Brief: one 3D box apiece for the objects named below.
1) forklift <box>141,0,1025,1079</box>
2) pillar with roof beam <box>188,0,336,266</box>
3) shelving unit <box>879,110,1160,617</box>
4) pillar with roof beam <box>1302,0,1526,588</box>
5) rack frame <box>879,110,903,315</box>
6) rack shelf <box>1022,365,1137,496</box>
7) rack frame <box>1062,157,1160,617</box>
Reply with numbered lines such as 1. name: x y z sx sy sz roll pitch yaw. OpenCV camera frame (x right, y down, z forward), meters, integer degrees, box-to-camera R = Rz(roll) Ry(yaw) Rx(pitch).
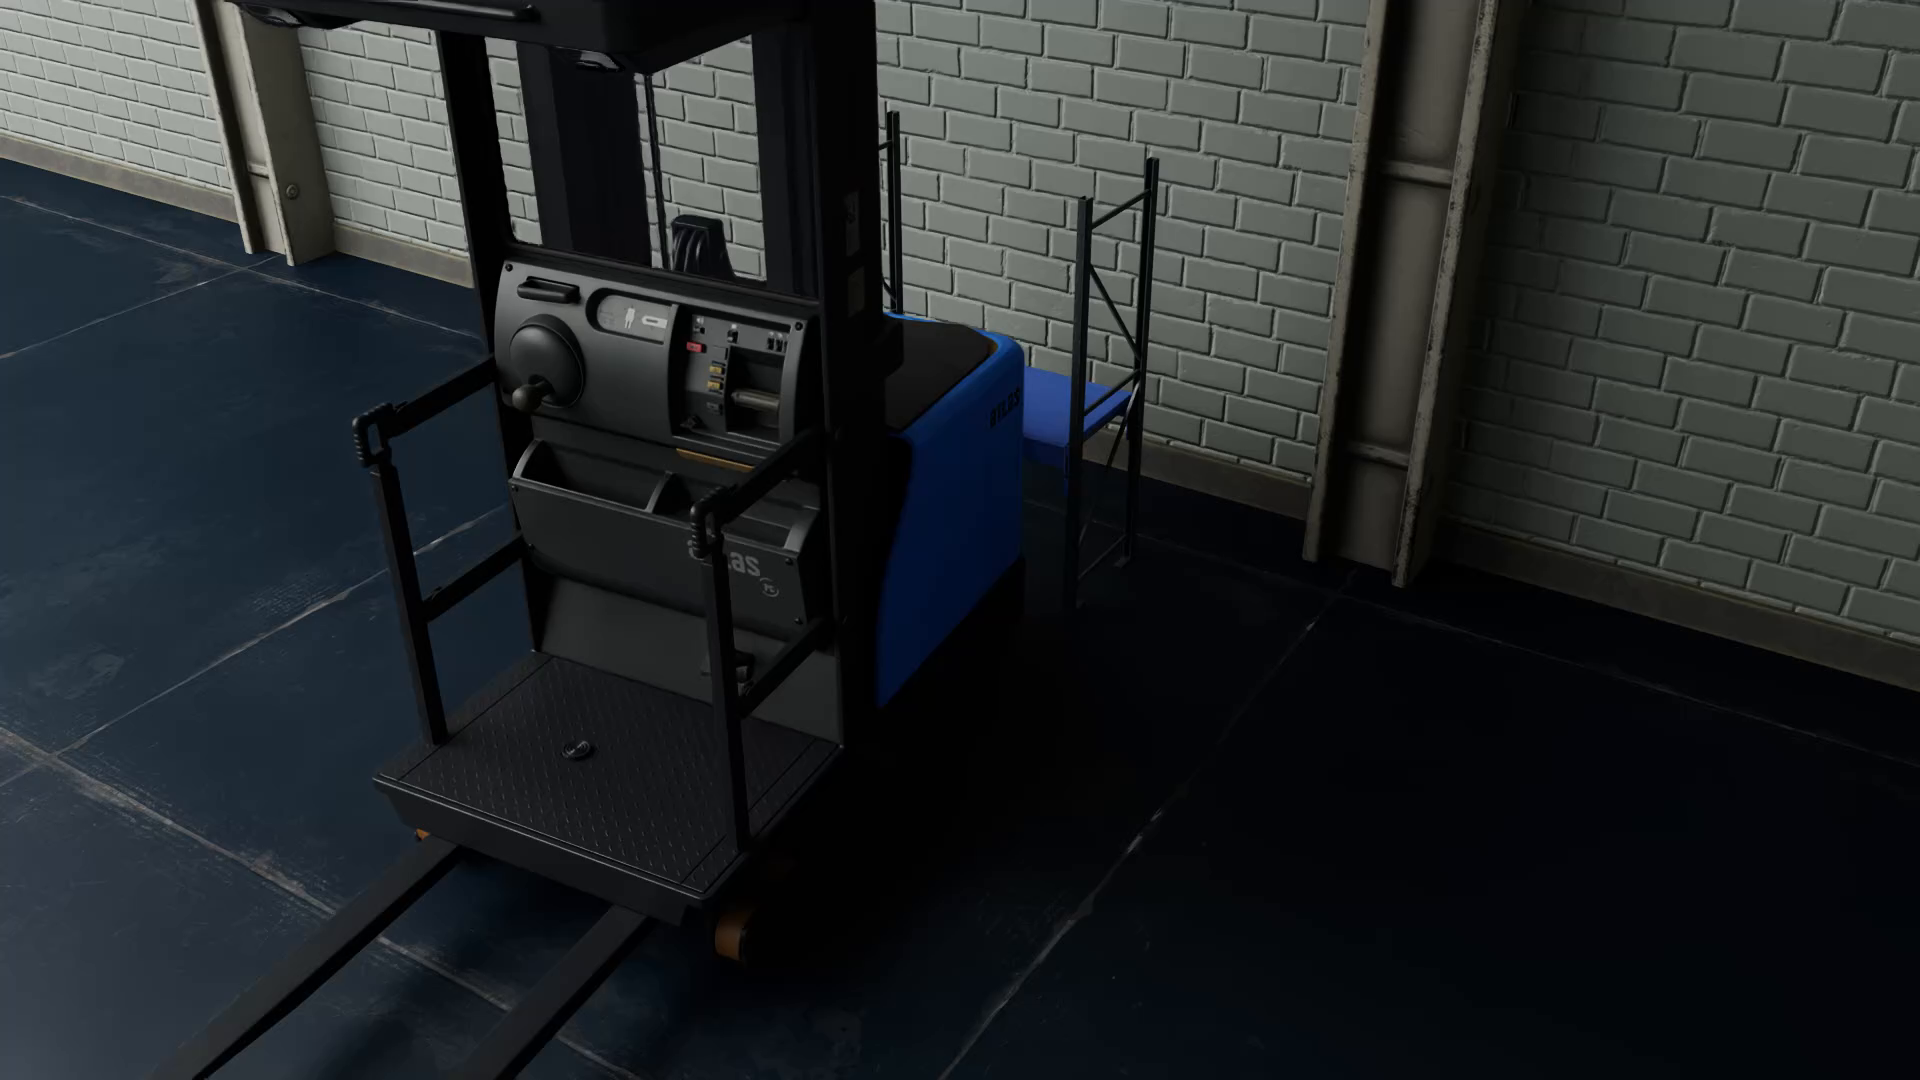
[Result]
1. forklift: -0.888 -0.416 4.055 1.130 2.935 3.031 14 33 23
2. pillar with roof beam: -5.861 -3.601 3.492 0.400 9.000 9.100 18 35 27
3. shelving unit: 0.072 -0.625 5.833 1.048 1.500 0.538 18 35 27
4. pillar with roof beam: -0.779 -1.994 0.737 0.400 9.000 9.100 18 35 27
5. rack frame: -0.358 -0.761 6.066 0.032 1.500 0.500 18 35 27
6. rack shelf: 0.072 -0.470 5.924 1.000 0.185 0.538 18 35 27
7. rack frame: 0.503 -0.489 5.599 0.032 1.500 0.500 18 35 27
